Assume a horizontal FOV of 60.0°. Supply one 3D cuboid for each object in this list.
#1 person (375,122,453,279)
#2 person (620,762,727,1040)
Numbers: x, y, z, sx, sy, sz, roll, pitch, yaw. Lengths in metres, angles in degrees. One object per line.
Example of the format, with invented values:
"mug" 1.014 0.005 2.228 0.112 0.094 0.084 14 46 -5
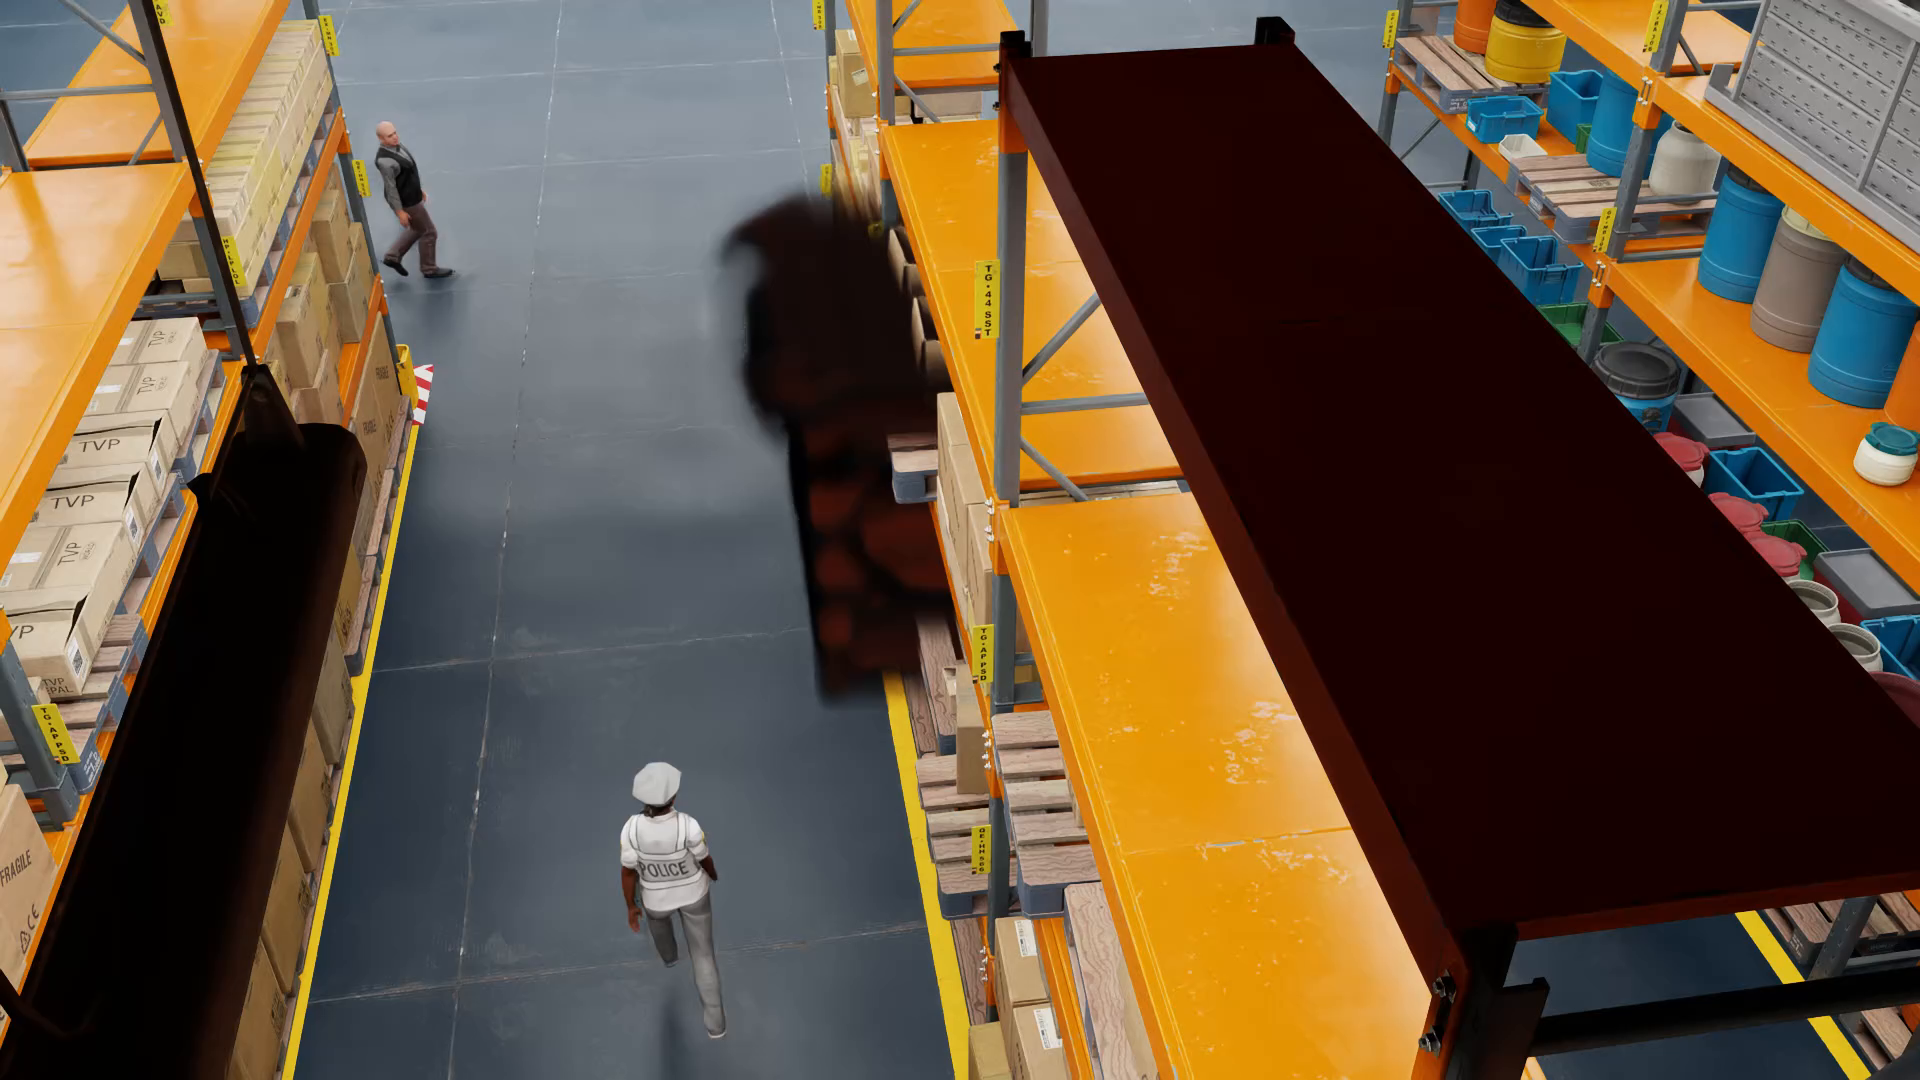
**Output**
"person" -5.568 -3.395 16.660 0.643 1.695 0.511 -19 40 -24
"person" -1.556 1.906 9.012 0.520 1.625 0.922 -11 38 -15
